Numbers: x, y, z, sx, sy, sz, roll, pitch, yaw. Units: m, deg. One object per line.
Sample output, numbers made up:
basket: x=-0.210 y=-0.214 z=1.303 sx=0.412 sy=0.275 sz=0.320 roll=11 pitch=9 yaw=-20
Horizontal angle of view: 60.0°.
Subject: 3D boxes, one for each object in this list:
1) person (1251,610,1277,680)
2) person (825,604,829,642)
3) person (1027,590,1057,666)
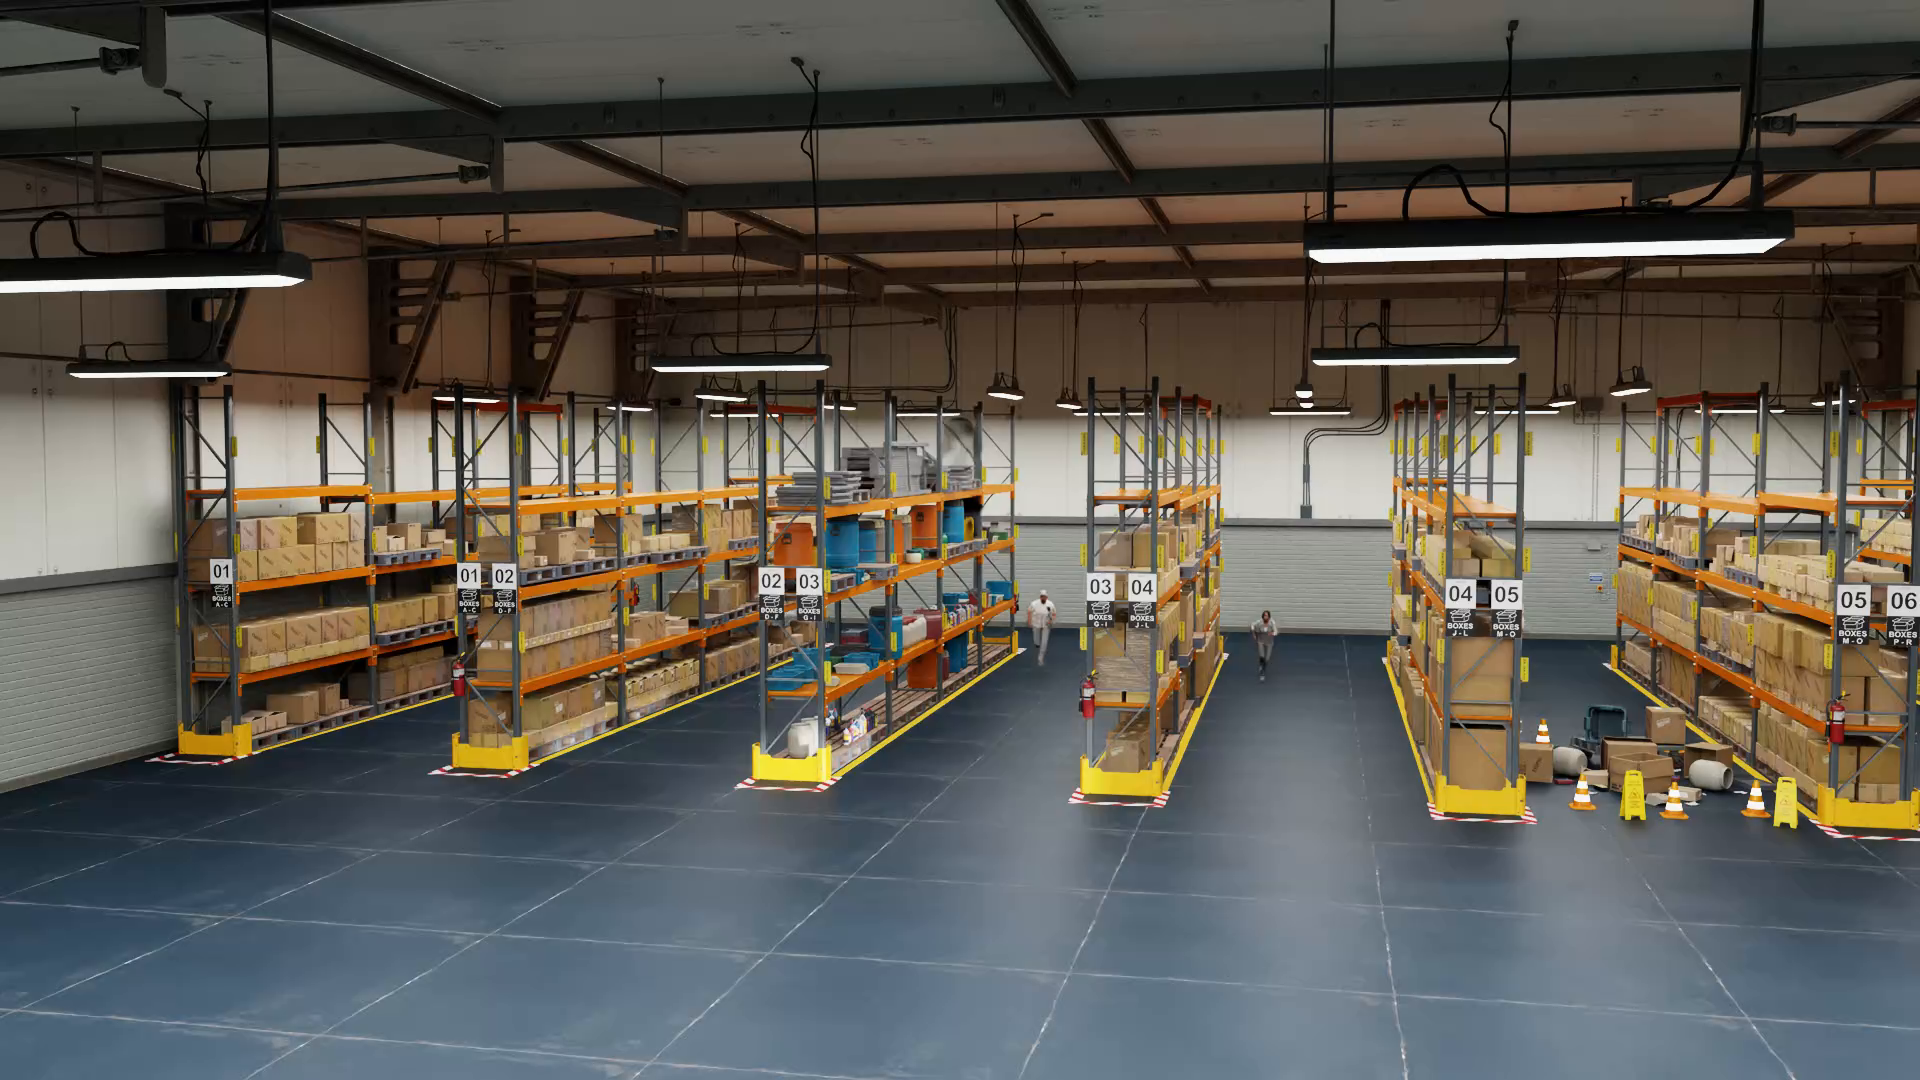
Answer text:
person: x=6.504 y=2.250 z=35.525 sx=0.525 sy=1.525 sz=0.736 roll=0 pitch=3 yaw=3
person: x=-3.562 y=1.751 z=42.644 sx=0.753 sy=1.790 sz=0.704 roll=2 pitch=4 yaw=32
person: x=1.779 y=1.902 z=36.155 sx=0.640 sy=1.637 sz=0.662 roll=0 pitch=3 yaw=4
